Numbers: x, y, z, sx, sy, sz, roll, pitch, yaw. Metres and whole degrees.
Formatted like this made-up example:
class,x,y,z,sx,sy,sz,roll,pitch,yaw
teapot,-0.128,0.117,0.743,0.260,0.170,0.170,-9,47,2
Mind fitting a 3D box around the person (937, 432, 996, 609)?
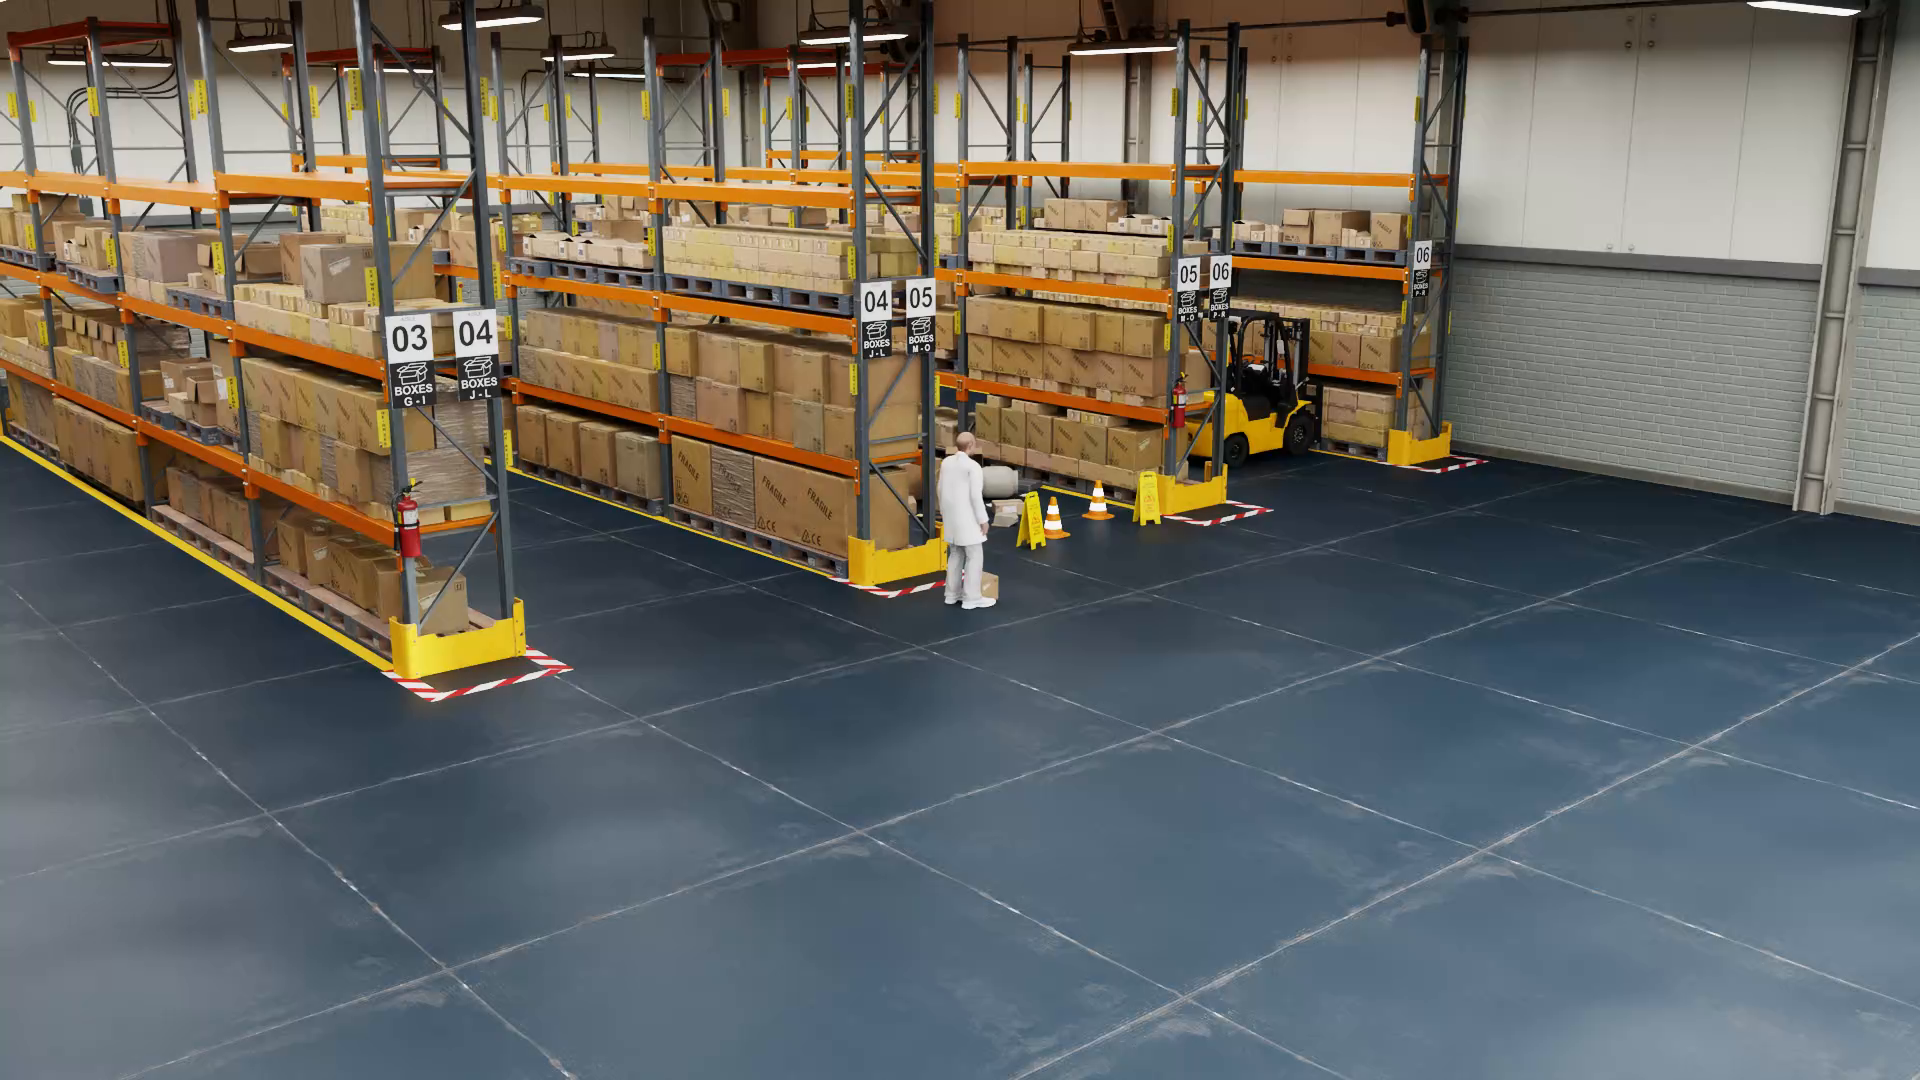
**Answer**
class,x,y,z,sx,sy,sz,roll,pitch,yaw
person,0.035,-0.212,16.888,0.415,1.774,0.654,-12,18,-41
